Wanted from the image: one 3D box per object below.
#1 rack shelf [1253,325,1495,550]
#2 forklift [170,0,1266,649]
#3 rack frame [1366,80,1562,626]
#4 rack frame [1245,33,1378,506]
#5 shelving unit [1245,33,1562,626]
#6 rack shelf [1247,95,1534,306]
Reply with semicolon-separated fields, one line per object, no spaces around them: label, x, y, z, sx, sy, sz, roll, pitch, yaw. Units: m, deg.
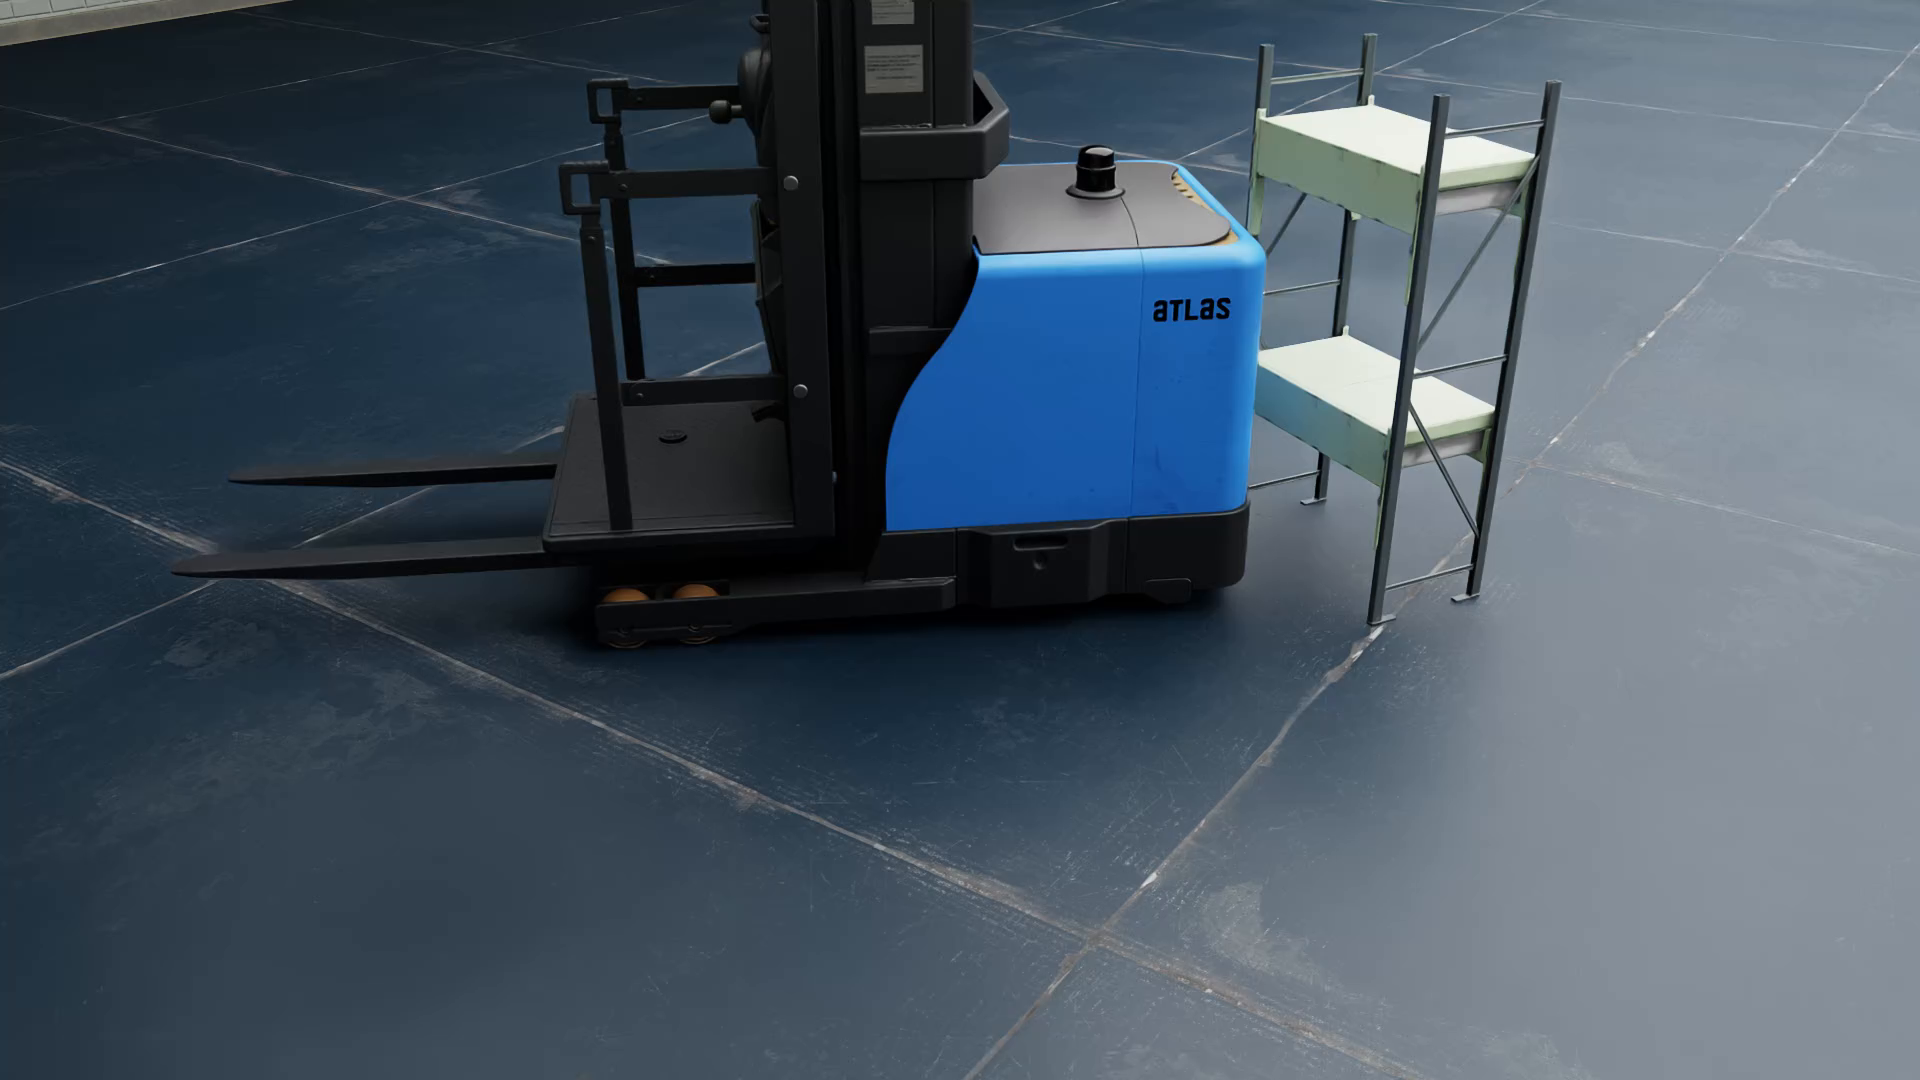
rack shelf;1.191;-0.324;4.951;0.431;0.370;0.720;-13;30;-23
forklift;-0.720;-1.256;4.486;3.031;2.935;1.130;-3;27;-7
rack frame;1.353;-0.465;4.511;0.400;1.500;0.023;-13;30;-23
rack frame;1.029;-0.763;5.096;0.400;1.500;0.023;-13;30;-23
shelving unit;1.191;-0.614;4.803;0.431;1.500;0.755;-13;30;-23
rack shelf;1.191;-0.962;4.626;0.431;0.370;0.720;-13;30;-23
